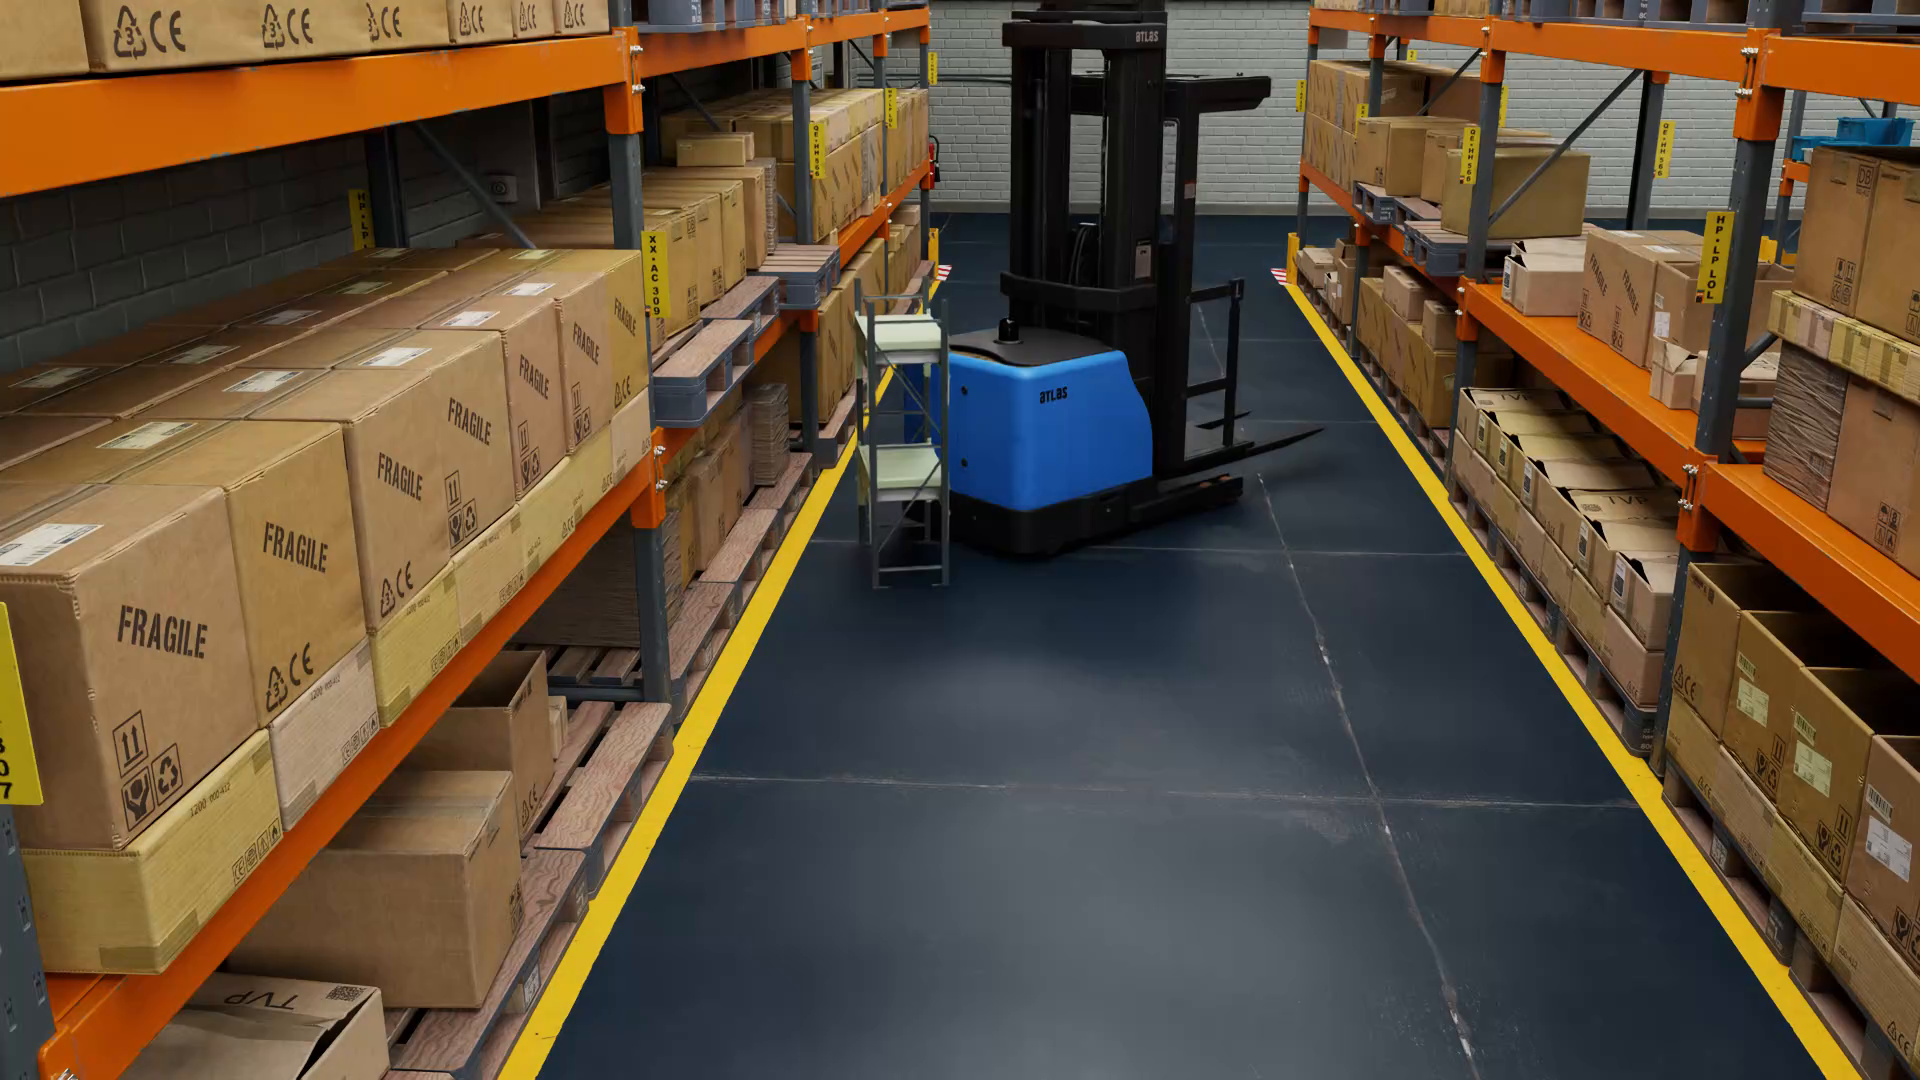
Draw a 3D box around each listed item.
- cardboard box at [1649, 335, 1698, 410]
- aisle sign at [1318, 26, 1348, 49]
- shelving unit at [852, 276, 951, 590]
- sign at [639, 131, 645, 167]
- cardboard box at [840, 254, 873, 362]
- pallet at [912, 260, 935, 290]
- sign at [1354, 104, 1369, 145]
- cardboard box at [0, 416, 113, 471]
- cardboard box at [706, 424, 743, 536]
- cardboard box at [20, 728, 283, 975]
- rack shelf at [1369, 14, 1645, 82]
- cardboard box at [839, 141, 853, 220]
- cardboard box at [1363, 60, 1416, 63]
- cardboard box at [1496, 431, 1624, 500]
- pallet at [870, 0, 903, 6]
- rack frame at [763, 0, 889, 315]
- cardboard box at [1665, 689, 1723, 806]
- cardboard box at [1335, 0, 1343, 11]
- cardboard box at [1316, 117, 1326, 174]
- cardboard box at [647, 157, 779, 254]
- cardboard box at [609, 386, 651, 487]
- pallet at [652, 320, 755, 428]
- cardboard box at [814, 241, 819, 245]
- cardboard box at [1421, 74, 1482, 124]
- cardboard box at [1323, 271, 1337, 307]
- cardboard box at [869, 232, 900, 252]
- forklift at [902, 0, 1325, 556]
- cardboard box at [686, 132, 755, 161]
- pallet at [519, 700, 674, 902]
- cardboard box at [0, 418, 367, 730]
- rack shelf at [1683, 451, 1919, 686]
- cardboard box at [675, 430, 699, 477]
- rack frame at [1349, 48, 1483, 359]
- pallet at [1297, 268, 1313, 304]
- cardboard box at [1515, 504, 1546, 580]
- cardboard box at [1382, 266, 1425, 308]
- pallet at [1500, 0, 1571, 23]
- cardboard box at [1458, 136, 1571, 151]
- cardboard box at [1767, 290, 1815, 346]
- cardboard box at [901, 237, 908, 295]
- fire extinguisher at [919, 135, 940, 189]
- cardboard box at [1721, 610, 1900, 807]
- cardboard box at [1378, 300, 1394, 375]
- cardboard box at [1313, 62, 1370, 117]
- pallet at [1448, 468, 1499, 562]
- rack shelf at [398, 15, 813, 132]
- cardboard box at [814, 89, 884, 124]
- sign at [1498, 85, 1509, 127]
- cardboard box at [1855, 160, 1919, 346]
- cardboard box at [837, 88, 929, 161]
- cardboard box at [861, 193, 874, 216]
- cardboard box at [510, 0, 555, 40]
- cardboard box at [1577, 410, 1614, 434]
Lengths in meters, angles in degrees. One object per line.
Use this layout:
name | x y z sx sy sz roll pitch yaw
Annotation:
cardboard box | 3.129 -0.702 6.965 0.396 0.266 0.258 1 18 3
aisle sign | 3.822 -5.479 17.152 0.394 0.787 0.004 1 18 4
shelving unit | -0.312 -0.579 8.782 0.431 1.500 0.755 -3 18 -8
sign | -1.959 -2.402 10.078 0.100 0.325 0.005 1 18 4
cardboard box | -1.096 -1.780 12.816 0.750 0.750 0.750 2 18 6
pallet | -0.811 -2.750 17.477 1.003 0.211 1.213 1 18 4
sign | 3.281 -3.395 13.575 0.100 0.325 0.005 1 18 4
cardboard box | -2.111 0.042 3.482 0.500 0.500 0.500 2 18 5
cardboard box | -1.565 -0.325 8.905 0.700 0.500 0.500 1 18 4
cardboard box | -1.627 0.561 3.102 0.500 0.250 0.500 1 18 2
rack shelf | 3.679 -3.436 11.430 1.077 0.370 4.000 1 18 4
cardboard box | -1.032 -2.501 11.567 0.500 0.500 0.500 1 18 4
cardboard box | 4.352 -4.594 16.860 0.500 0.500 0.500 1 18 3
cardboard box | 3.138 -0.413 8.707 0.500 0.311 0.500 1 18 2
pallet | -1.049 -4.720 14.336 1.003 0.211 1.213 1 18 4
rack frame | -1.118 -3.083 14.015 1.000 3.000 0.127 1 18 4
cardboard box | 2.914 0.755 6.042 0.500 0.250 0.500 1 18 4
cardboard box | 3.707 -4.950 15.137 0.500 0.250 0.500 1 18 4
cardboard box | 3.744 -3.815 16.089 0.500 0.500 0.500 1 18 4
cardboard box | -1.429 -1.951 9.693 0.700 0.500 0.500 -1 18 -3
cardboard box | -1.423 -0.383 5.982 0.500 0.250 0.500 1 18 4
pallet | -1.492 -0.741 7.176 1.003 0.211 1.213 1 18 4
cardboard box | -1.124 -1.906 10.794 0.380 0.149 0.250 2 18 5
cardboard box | 4.137 -3.636 13.937 0.500 0.500 0.500 2 18 5
cardboard box | 3.635 -2.321 15.301 0.500 0.311 0.500 1 18 4
cardboard box | -0.756 -2.735 15.251 0.380 0.149 0.250 2 18 6
forklift | 1.082 -1.678 9.837 3.031 2.935 1.130 -16 24 -41
cardboard box | -1.400 -2.298 9.709 0.380 0.149 0.250 -1 18 -3
pallet | -1.705 0.936 6.227 1.003 0.211 1.213 1 18 4
cardboard box | -1.599 0.055 3.444 0.500 0.500 0.500 1 18 4
rack shelf | 3.106 0.474 4.314 1.077 0.370 4.000 1 18 4
cardboard box | -1.594 -0.503 8.246 0.500 0.250 0.500 1 18 2
rack frame | 3.823 -2.974 13.681 1.000 3.000 0.127 1 18 4
pallet | 4.048 -2.619 17.078 1.003 0.211 1.213 1 18 4
cardboard box | 3.102 0.009 8.320 0.500 0.250 0.500 2 18 5
cardboard box | 3.473 -1.896 12.495 0.500 0.250 0.500 1 18 4
pallet | 3.577 -2.854 8.802 1.213 0.211 1.003 2 18 6
cardboard box | 3.725 -2.456 11.267 0.700 0.500 0.500 5 19 14
cardboard box | 3.037 -0.766 5.740 0.380 0.149 0.250 1 18 4
cardboard box | -0.884 -2.640 16.002 0.700 0.500 0.500 2 18 5
fire extinguisher | -0.360 -4.148 17.988 0.296 0.674 0.183 1 18 4
cardboard box | 2.876 0.554 5.451 0.500 0.500 0.500 1 18 4
cardboard box | 3.475 -1.529 12.580 0.500 0.500 0.500 2 18 5
cardboard box | 3.785 -4.444 16.402 0.500 0.500 0.500 1 18 4
pallet | 3.438 -0.151 9.546 1.003 0.211 1.213 1 18 4
rack shelf | -1.548 -2.303 7.972 1.077 0.370 4.000 1 18 4
cardboard box | -0.897 -3.487 13.373 0.500 0.250 0.500 2 18 5
sign | 4.377 -3.512 13.466 0.100 0.325 0.005 1 18 4
cardboard box | 3.189 -0.858 4.980 0.700 0.500 0.500 1 18 4
cardboard box | -0.858 -4.309 17.275 0.980 0.700 0.700 2 18 6
cardboard box | -0.879 -2.620 12.973 0.380 0.149 0.250 1 18 4
cardboard box | -1.531 -1.762 4.972 0.500 0.500 0.500 0 18 -1
cardboard box | 3.713 -0.561 9.158 0.500 0.311 0.500 1 18 3
